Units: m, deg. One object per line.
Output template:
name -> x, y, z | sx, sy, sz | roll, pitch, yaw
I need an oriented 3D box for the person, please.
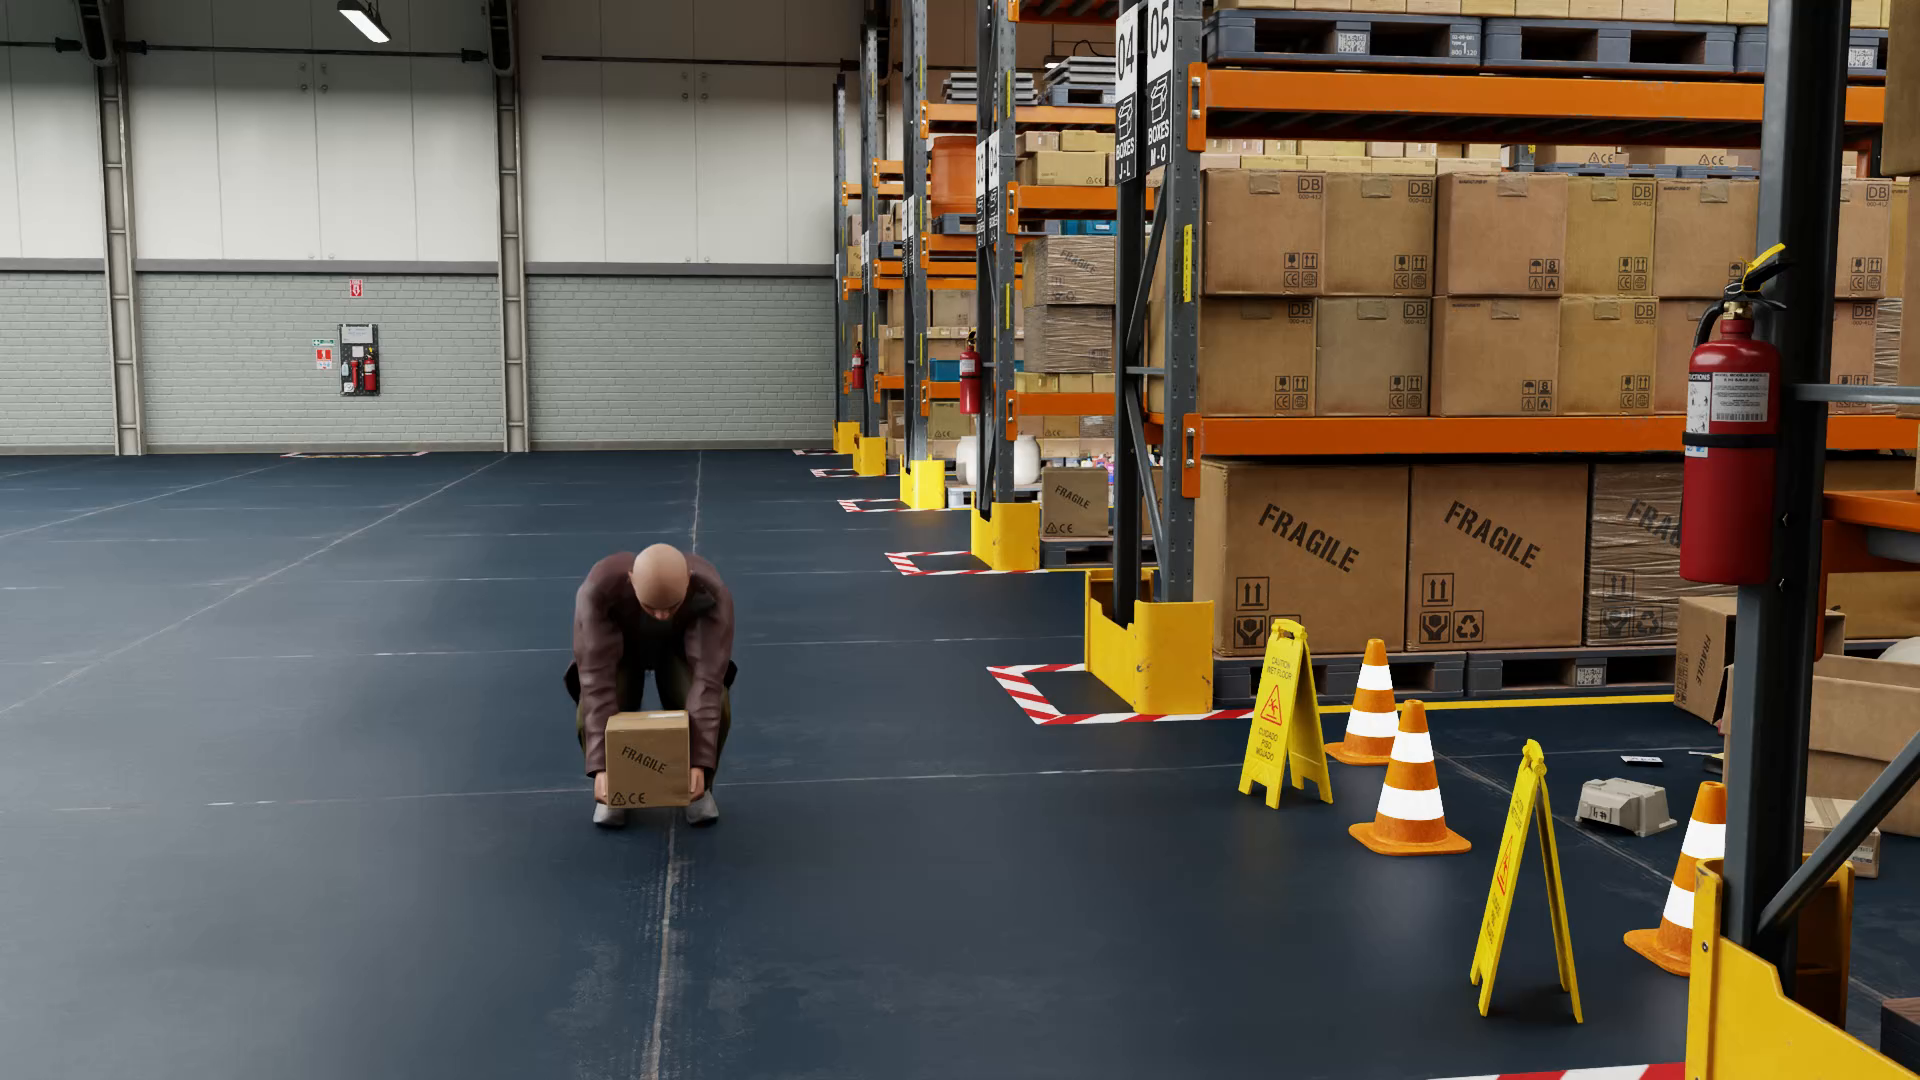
person -> -1.037, 0.492, 5.589 | 0.586, 0.953, 0.849 | -1, 6, -10
